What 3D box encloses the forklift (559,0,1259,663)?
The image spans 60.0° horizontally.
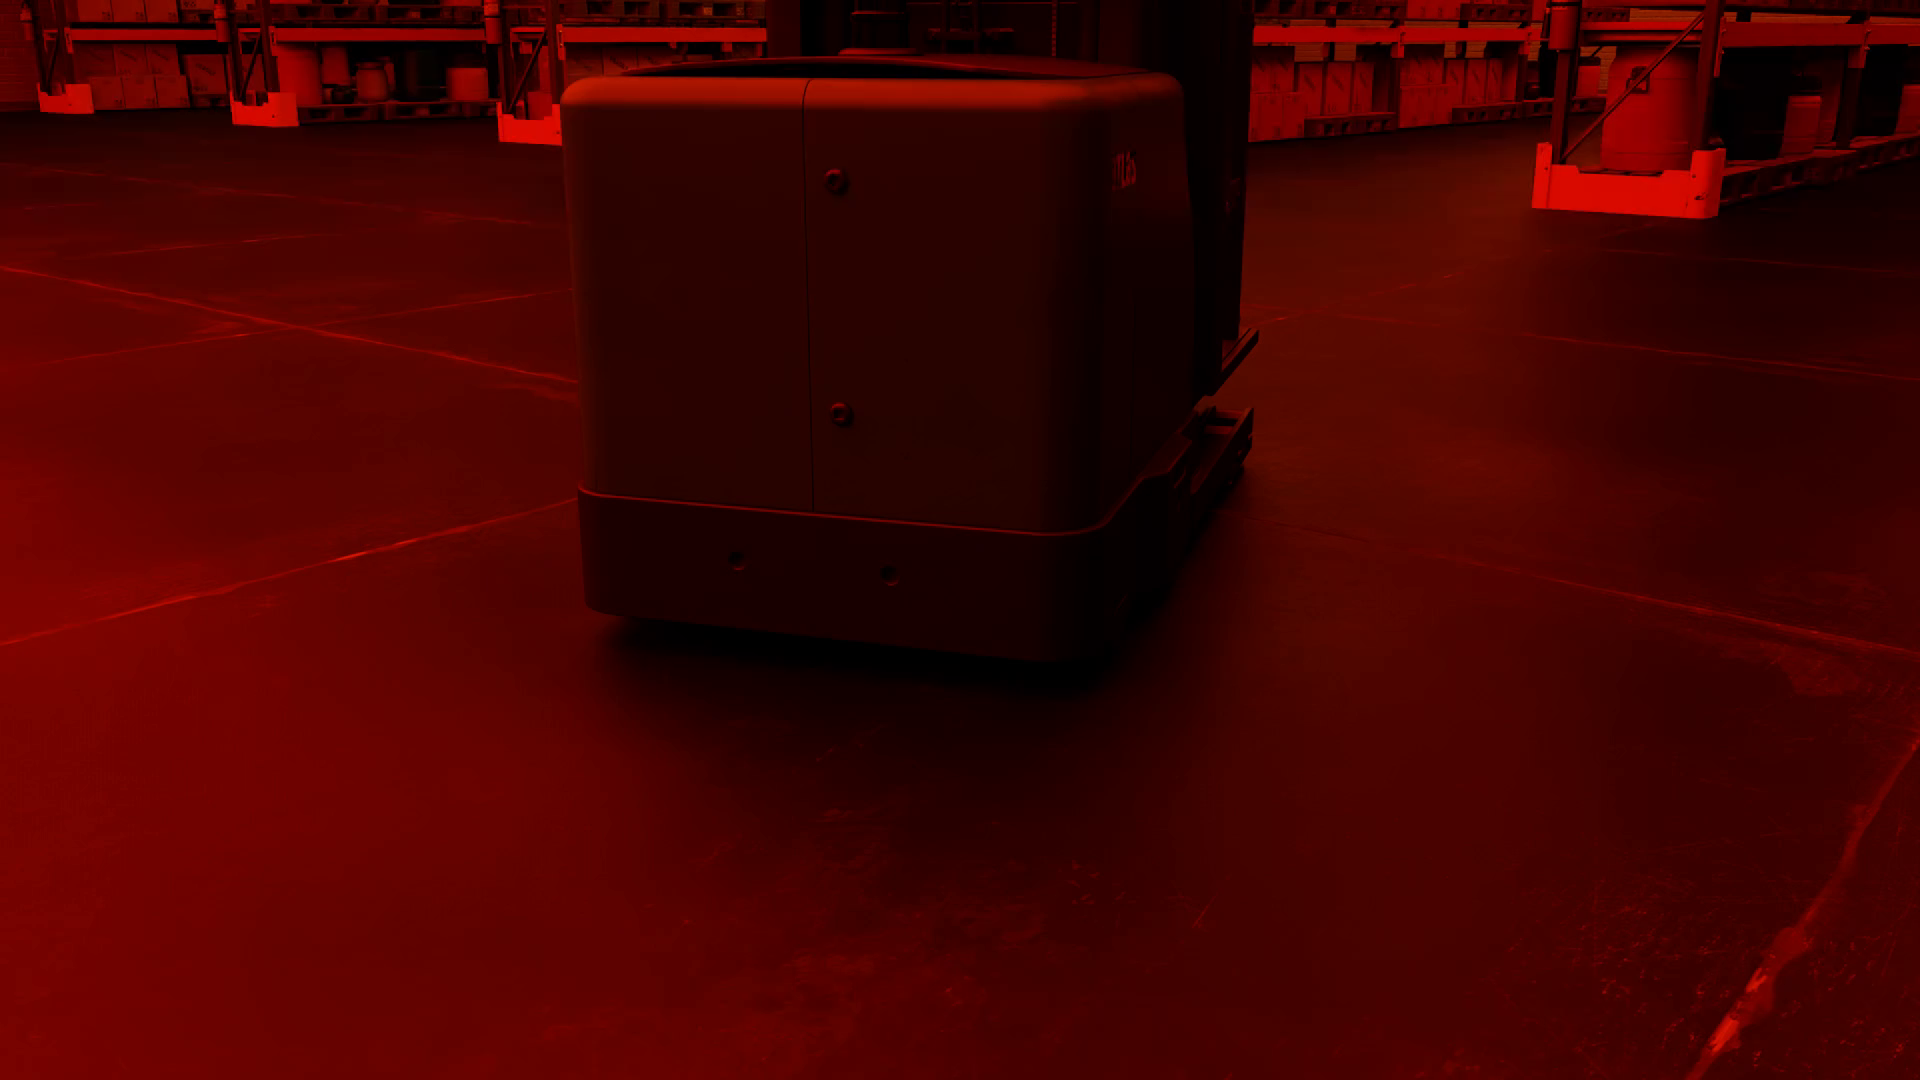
[{"bbox_3d":[0.182,-1.571,4.072,1.130,2.935,3.031,5,18,17],"label":"forklift"}]
